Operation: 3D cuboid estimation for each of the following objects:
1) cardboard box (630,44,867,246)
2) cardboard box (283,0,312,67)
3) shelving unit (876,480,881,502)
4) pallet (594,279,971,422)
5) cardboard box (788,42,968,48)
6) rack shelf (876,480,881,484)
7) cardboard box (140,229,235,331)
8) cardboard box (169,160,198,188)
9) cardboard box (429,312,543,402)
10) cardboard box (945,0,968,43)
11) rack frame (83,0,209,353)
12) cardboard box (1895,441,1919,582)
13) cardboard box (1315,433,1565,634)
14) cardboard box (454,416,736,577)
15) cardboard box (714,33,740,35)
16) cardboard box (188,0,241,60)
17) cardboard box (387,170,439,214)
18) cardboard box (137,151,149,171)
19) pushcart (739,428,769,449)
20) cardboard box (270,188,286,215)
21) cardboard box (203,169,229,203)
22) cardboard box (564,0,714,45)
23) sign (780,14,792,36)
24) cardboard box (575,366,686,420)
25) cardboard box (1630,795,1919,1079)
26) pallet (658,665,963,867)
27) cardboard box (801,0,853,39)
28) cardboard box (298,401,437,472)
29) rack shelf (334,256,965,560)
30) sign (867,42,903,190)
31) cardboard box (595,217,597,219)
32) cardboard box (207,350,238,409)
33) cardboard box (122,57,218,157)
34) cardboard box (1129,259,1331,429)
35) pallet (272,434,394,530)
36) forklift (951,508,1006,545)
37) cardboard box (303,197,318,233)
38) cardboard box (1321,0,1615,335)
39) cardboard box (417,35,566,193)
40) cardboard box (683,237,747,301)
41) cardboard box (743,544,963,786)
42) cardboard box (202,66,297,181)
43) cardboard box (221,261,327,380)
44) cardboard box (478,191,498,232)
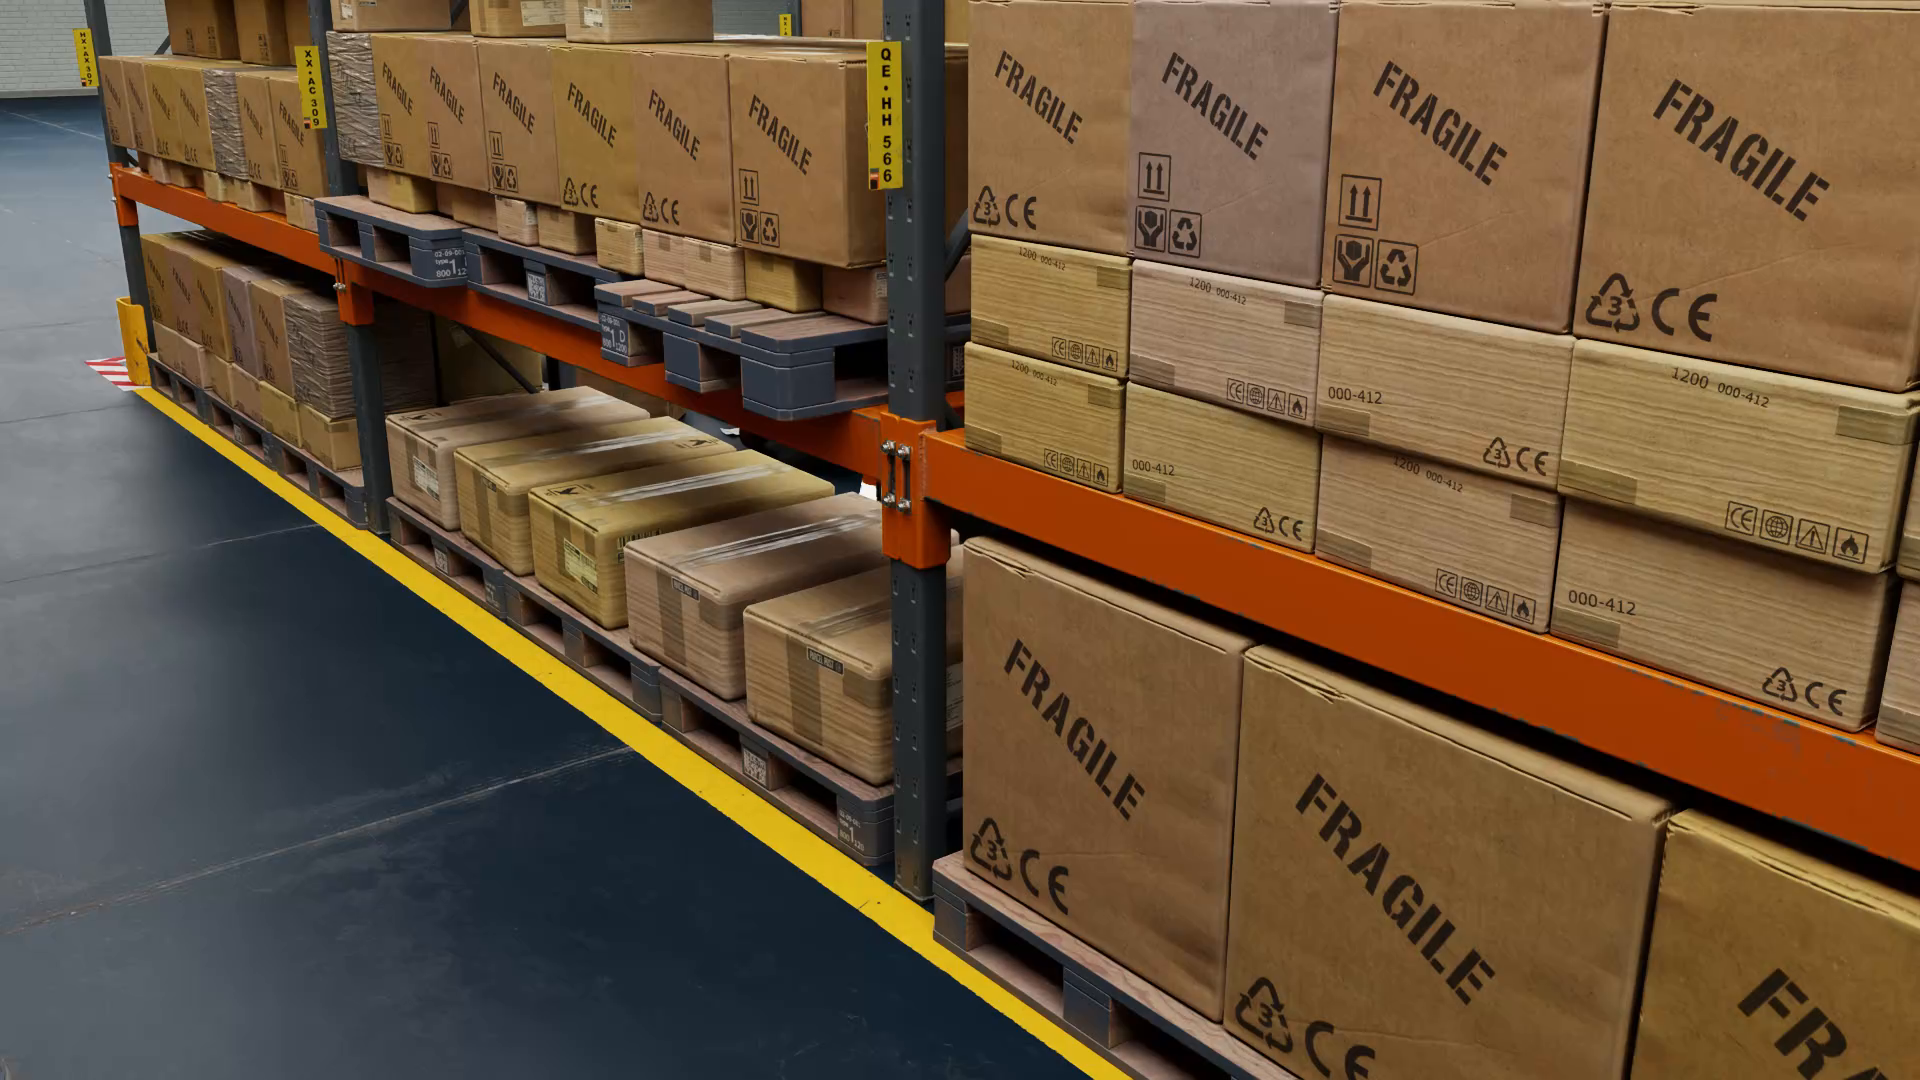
[{"bbox_3d":[-0.578,-1.134,4.716,0.500,0.500,0.500,-14,23,-37],"label":"cardboard box"},{"bbox_3d":[-2.926,-2.622,8.287,0.700,0.500,0.500,-15,23,-37],"label":"cardboard box"},{"bbox_3d":[-0.215,-0.567,7.167,0.258,1.200,0.189,-13,22,-35],"label":"shelving unit"},{"bbox_3d":[-0.275,-0.627,4.790,1.213,0.211,1.003,-14,23,-36],"label":"pallet"},{"bbox_3d":[-0.176,-1.234,5.018,0.500,0.500,0.500,-13,22,-33],"label":"cardboard box"},{"bbox_3d":[-0.215,-0.297,7.256,0.258,0.103,0.180,-13,22,-35],"label":"rack shelf"},{"bbox_3d":[-4.416,-1.526,9.713,0.500,0.500,0.500,-15,23,-38],"label":"cardboard box"},{"bbox_3d":[-4.090,-2.022,9.096,0.380,0.149,0.250,-13,22,-35],"label":"cardboard box"},{"bbox_3d":[-2.387,-0.997,8.115,0.500,0.500,0.500,-13,22,-34],"label":"cardboard box"},{"bbox_3d":[0.388,-3.623,11.576,0.875,0.550,0.500,-14,23,-36],"label":"cardboard box"},{"bbox_3d":[-4.716,-2.535,10.245,1.000,3.000,0.127,-14,23,-36],"label":"rack frame"},{"bbox_3d":[1.628,-0.053,2.194,0.500,0.250,0.500,-13,23,-35],"label":"cardboard box"},{"bbox_3d":[1.012,-0.069,3.037,0.500,0.250,0.500,-13,22,-34],"label":"cardboard box"},{"bbox_3d":[-1.456,-0.196,6.694,0.950,0.372,0.625,-12,22,-33],"label":"cardboard box"},{"bbox_3d":[-1.141,-1.618,6.176,0.500,0.500,0.500,-13,22,-34],"label":"cardboard box"},{"bbox_3d":[-3.919,-2.988,9.393,0.700,0.500,0.500,-14,23,-36],"label":"cardboard box"},{"bbox_3d":[-1.989,-1.368,6.453,0.380,0.149,0.250,-13,23,-35],"label":"cardboard box"},{"bbox_3d":[-4.667,-2.291,9.910,0.380,0.149,0.250,-14,23,-36],"label":"cardboard box"},{"bbox_3d":[-0.476,-0.761,9.062,0.936,0.377,1.648,11,21,30],"label":"pushcart"},{"bbox_3d":[-3.075,-1.653,7.983,0.380,0.149,0.250,-14,23,-37],"label":"cardboard box"},{"bbox_3d":[-3.628,-1.824,8.500,0.380,0.149,0.250,-14,23,-36],"label":"cardboard box"},{"bbox_3d":[-0.986,-1.607,5.113,0.380,0.149,0.250,-15,24,-39],"label":"cardboard box"},{"bbox_3d":[-1.337,-3.867,12.767,0.100,0.325,0.005,-14,23,-36],"label":"sign"},{"bbox_3d":[-1.831,-0.893,9.260,0.500,0.500,0.500,1,18,2],"label":"cardboard box"},{"bbox_3d":[1.720,0.873,2.665,0.875,0.875,0.875,-13,22,-35],"label":"cardboard box"},{"bbox_3d":[-0.233,0.568,5.313,1.003,0.211,1.213,-14,23,-36],"label":"pallet"},{"bbox_3d":[-0.698,-4.010,12.746,0.875,0.550,0.550,-14,23,-36],"label":"cardboard box"},{"bbox_3d":[-2.810,-0.536,7.916,0.500,0.250,0.500,-13,22,-34],"label":"cardboard box"},{"bbox_3d":[-0.990,-0.715,5.893,1.077,0.370,4.000,-14,23,-36],"label":"rack shelf"},{"bbox_3d":[-0.168,-0.967,3.795,0.100,0.325,0.005,-14,23,-36],"label":"sign"},{"bbox_3d":[-0.940,-0.999,5.338,0.380,0.149,0.250,-14,23,-36],"label":"cardboard box"},{"bbox_3d":[-3.772,-0.917,9.065,0.500,0.250,0.500,-12,22,-32],"label":"cardboard box"},{"bbox_3d":[-4.315,-2.425,9.283,0.500,0.500,0.500,-13,22,-34],"label":"cardboard box"},{"bbox_3d":[0.692,-0.429,3.329,0.500,0.250,0.500,-13,23,-35],"label":"cardboard box"},{"bbox_3d":[-2.677,-0.384,8.186,1.003,0.211,1.213,-14,23,-36],"label":"pallet"},{"bbox_3d":[1.460,-1.450,7.080,3.031,2.935,1.130,-2,18,-7],"label":"forklift"},{"bbox_3d":[-2.671,-1.449,7.367,0.380,0.149,0.250,-14,23,-37],"label":"cardboard box"},{"bbox_3d":[0.991,-0.665,2.850,0.500,0.500,0.500,-13,22,-35],"label":"cardboard box"},{"bbox_3d":[-1.558,-1.518,5.874,0.500,0.500,0.500,-14,23,-36],"label":"cardboard box"},{"bbox_3d":[-0.551,-0.784,4.688,0.380,0.149,0.250,-14,23,-37],"label":"cardboard box"},{"bbox_3d":[-0.092,0.344,5.065,0.950,0.372,0.625,-16,24,-40],"label":"cardboard box"},{"bbox_3d":[-3.354,-2.051,8.153,0.500,0.500,0.500,-13,22,-35],"label":"cardboard box"},{"bbox_3d":[-3.445,-1.143,8.555,0.500,0.500,0.500,-13,22,-33],"label":"cardboard box"},{"bbox_3d":[-1.474,-1.180,5.886,0.380,0.149,0.250,-14,23,-36],"label":"cardboard box"}]
